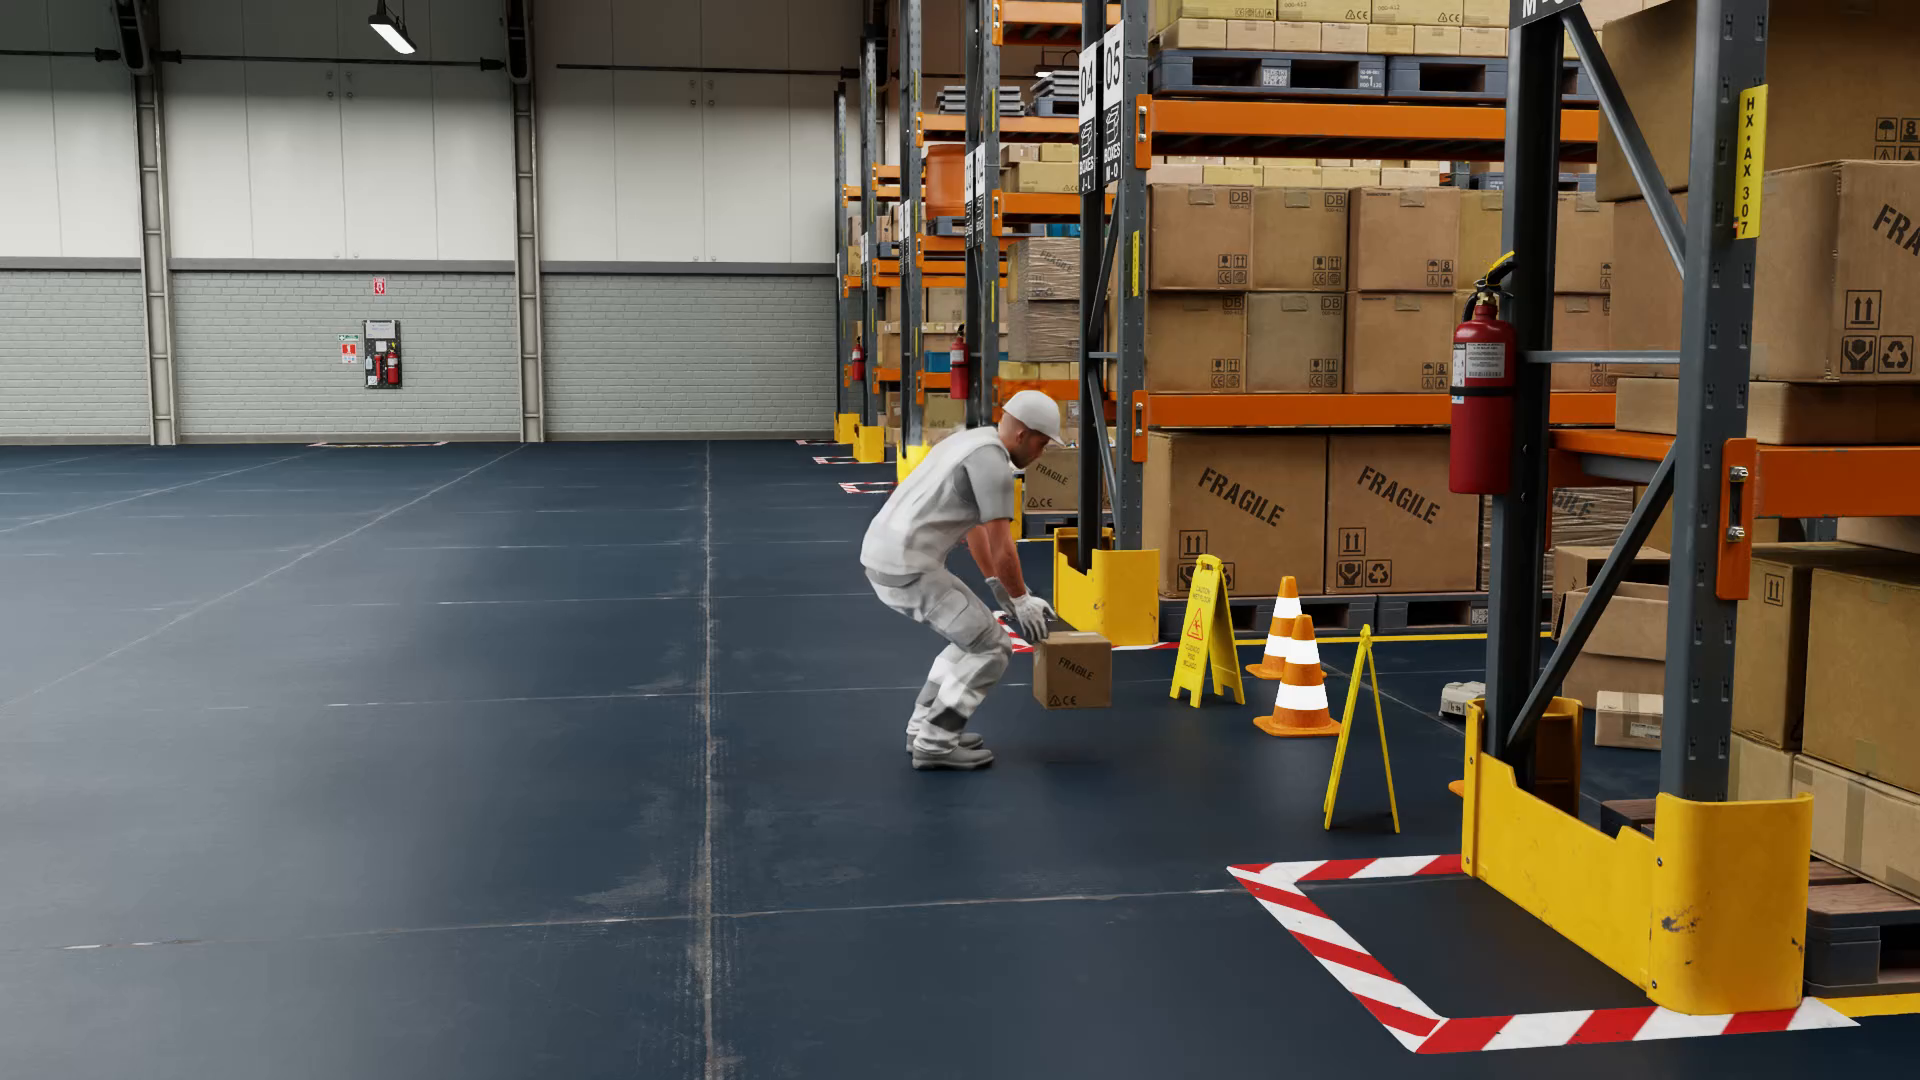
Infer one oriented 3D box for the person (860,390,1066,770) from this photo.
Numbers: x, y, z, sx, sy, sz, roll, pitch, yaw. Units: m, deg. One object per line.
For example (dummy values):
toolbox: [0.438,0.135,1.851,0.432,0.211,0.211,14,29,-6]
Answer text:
person: [0.013,0.132,6.248,0.780,1.384,0.584,-1,6,-9]
